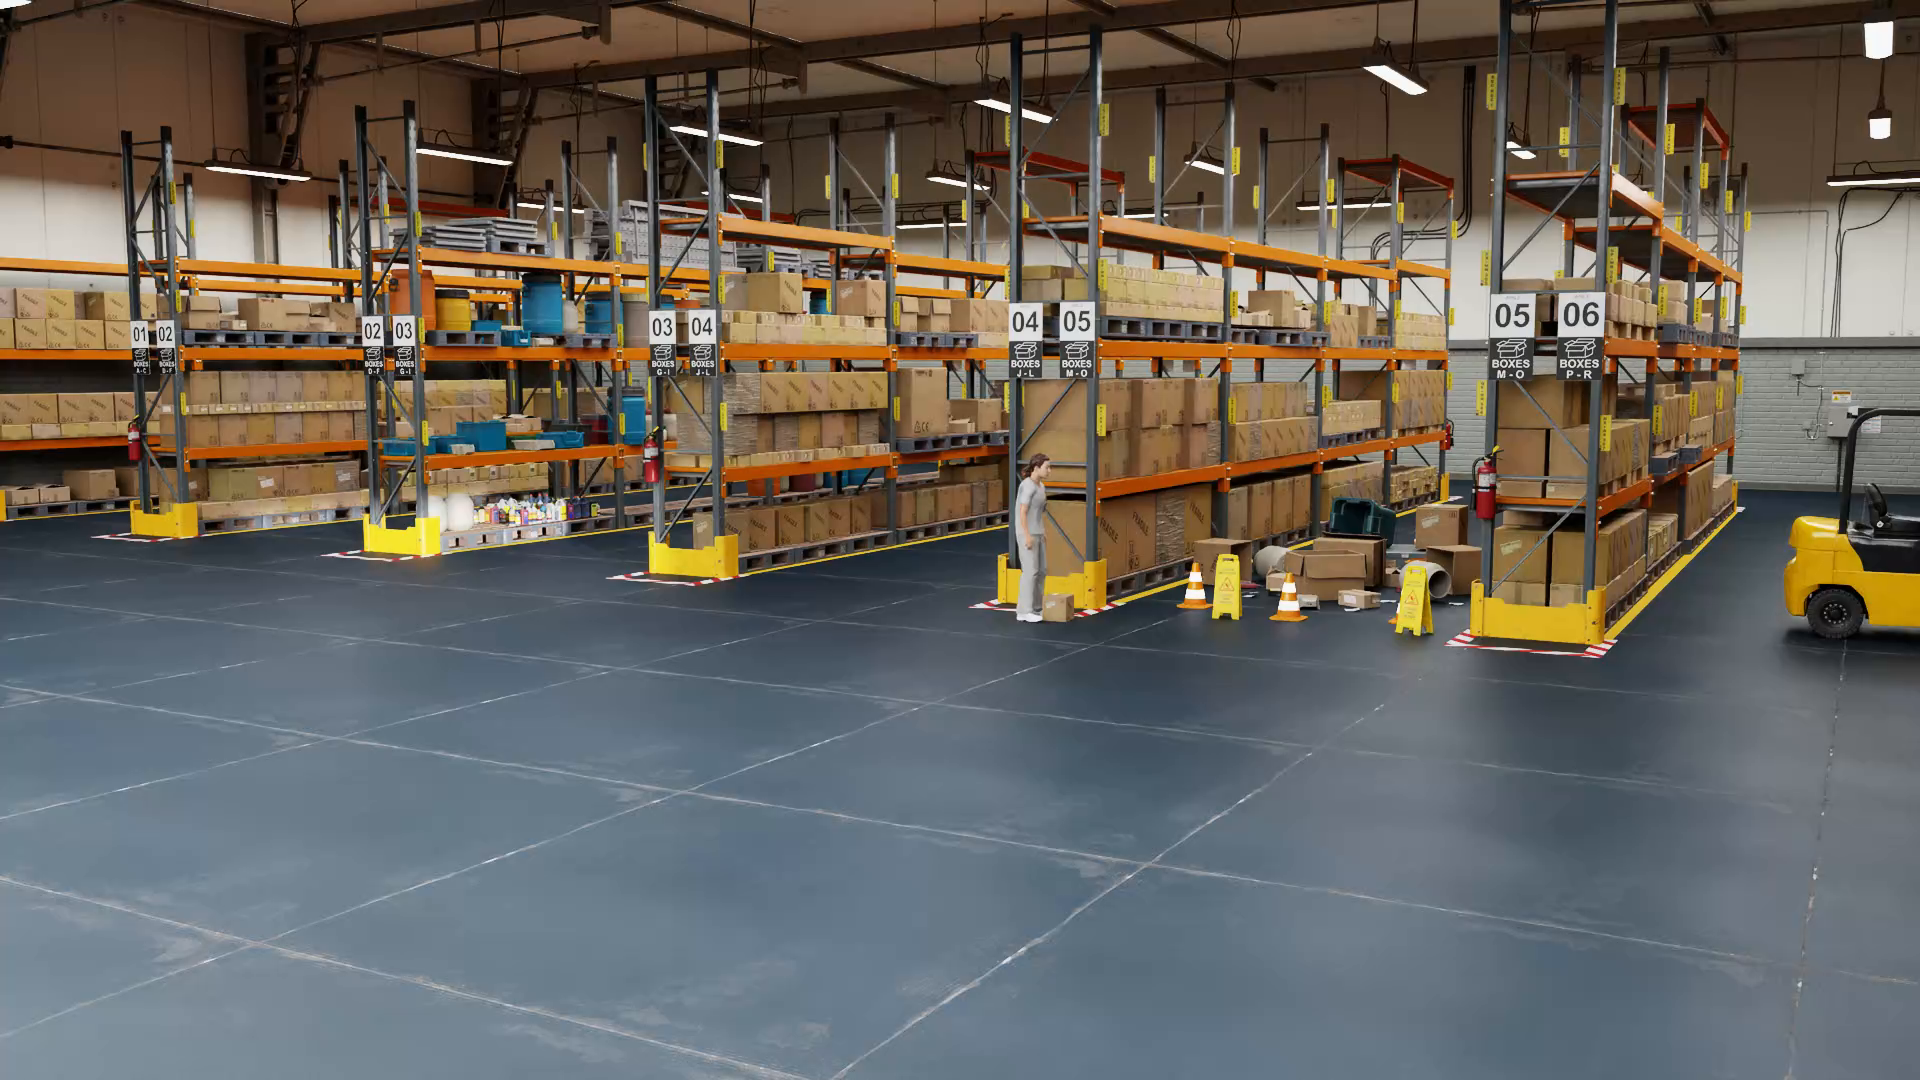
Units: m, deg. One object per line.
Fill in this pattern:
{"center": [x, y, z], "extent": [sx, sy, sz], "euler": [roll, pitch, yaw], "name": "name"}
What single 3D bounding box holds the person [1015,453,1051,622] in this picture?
{"center": [0.741, -0.038, 16.688], "extent": [0.356, 1.673, 0.493], "euler": [3, 7, 24], "name": "person"}
